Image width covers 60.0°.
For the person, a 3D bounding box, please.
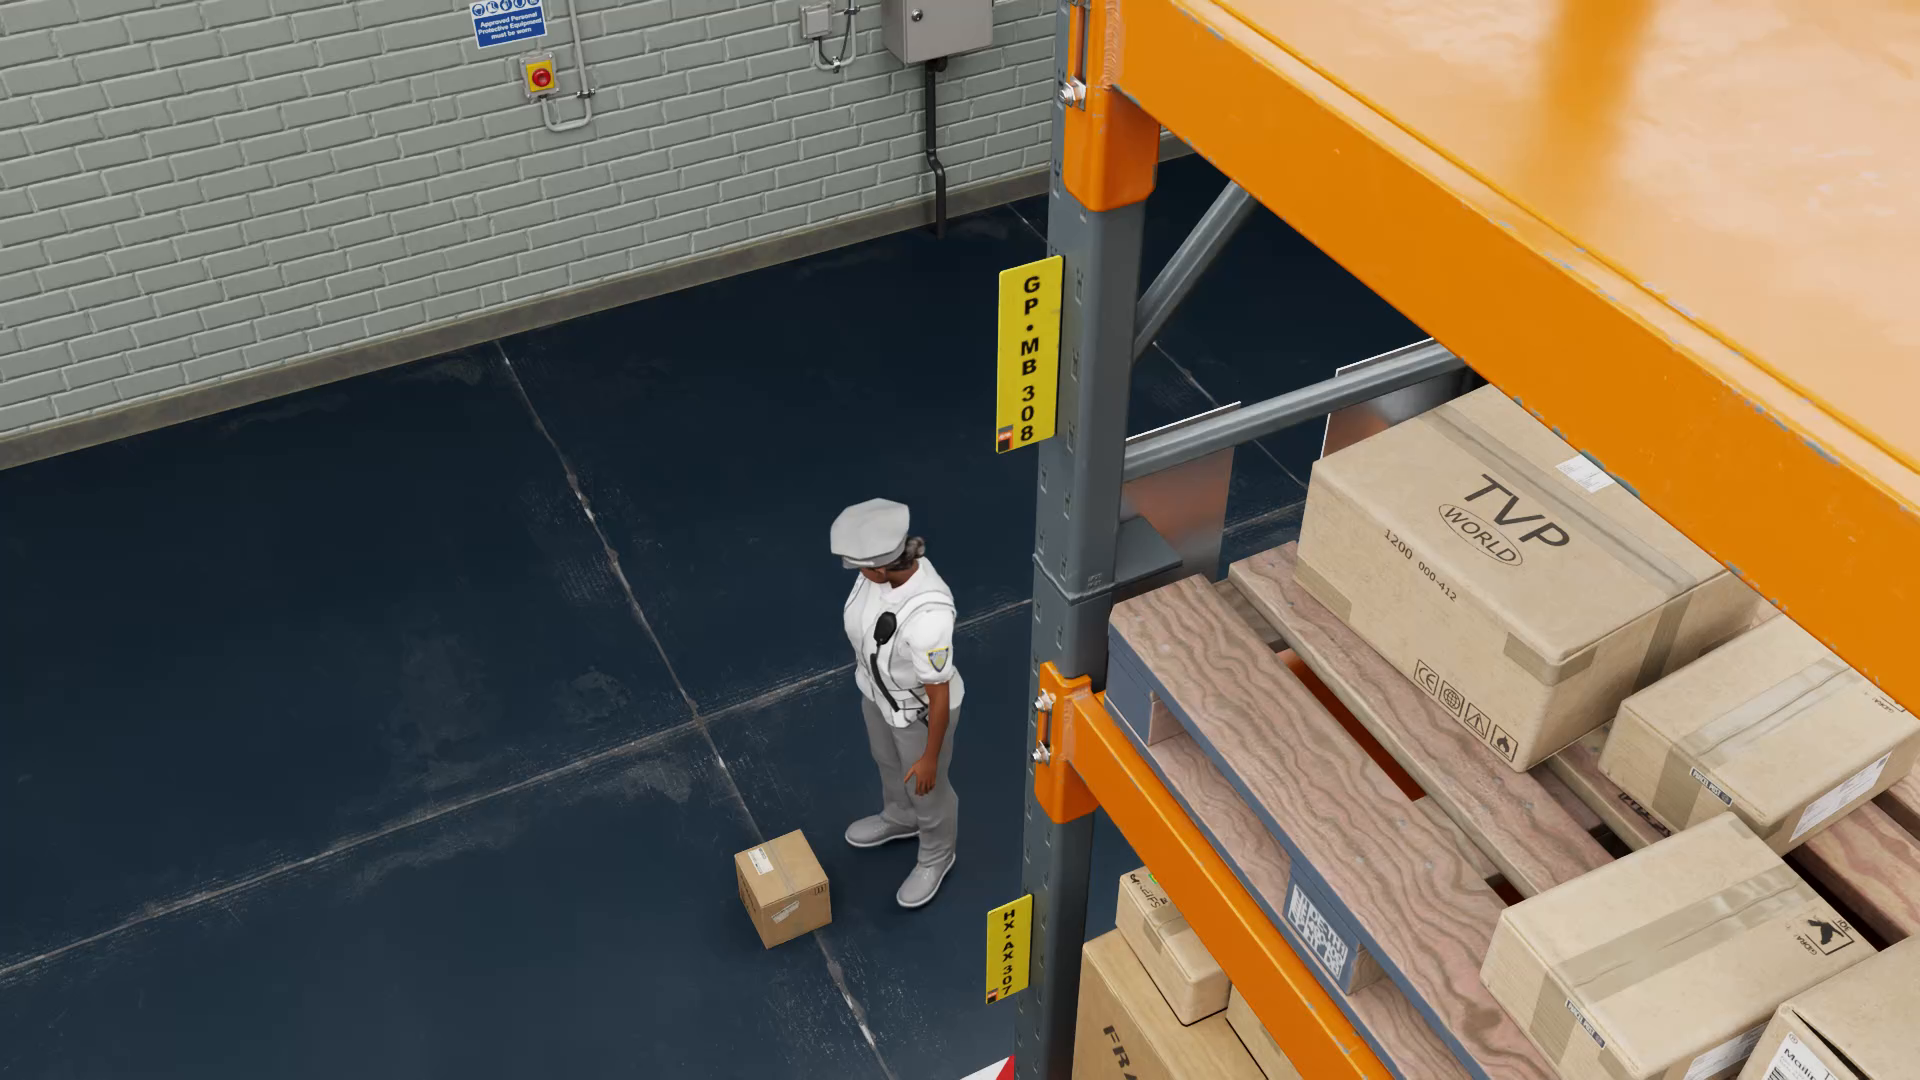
[{"bbox_3d":[-0.187,0.567,5.507,0.397,1.672,0.537,-23,47,-24],"label":"person"}]
